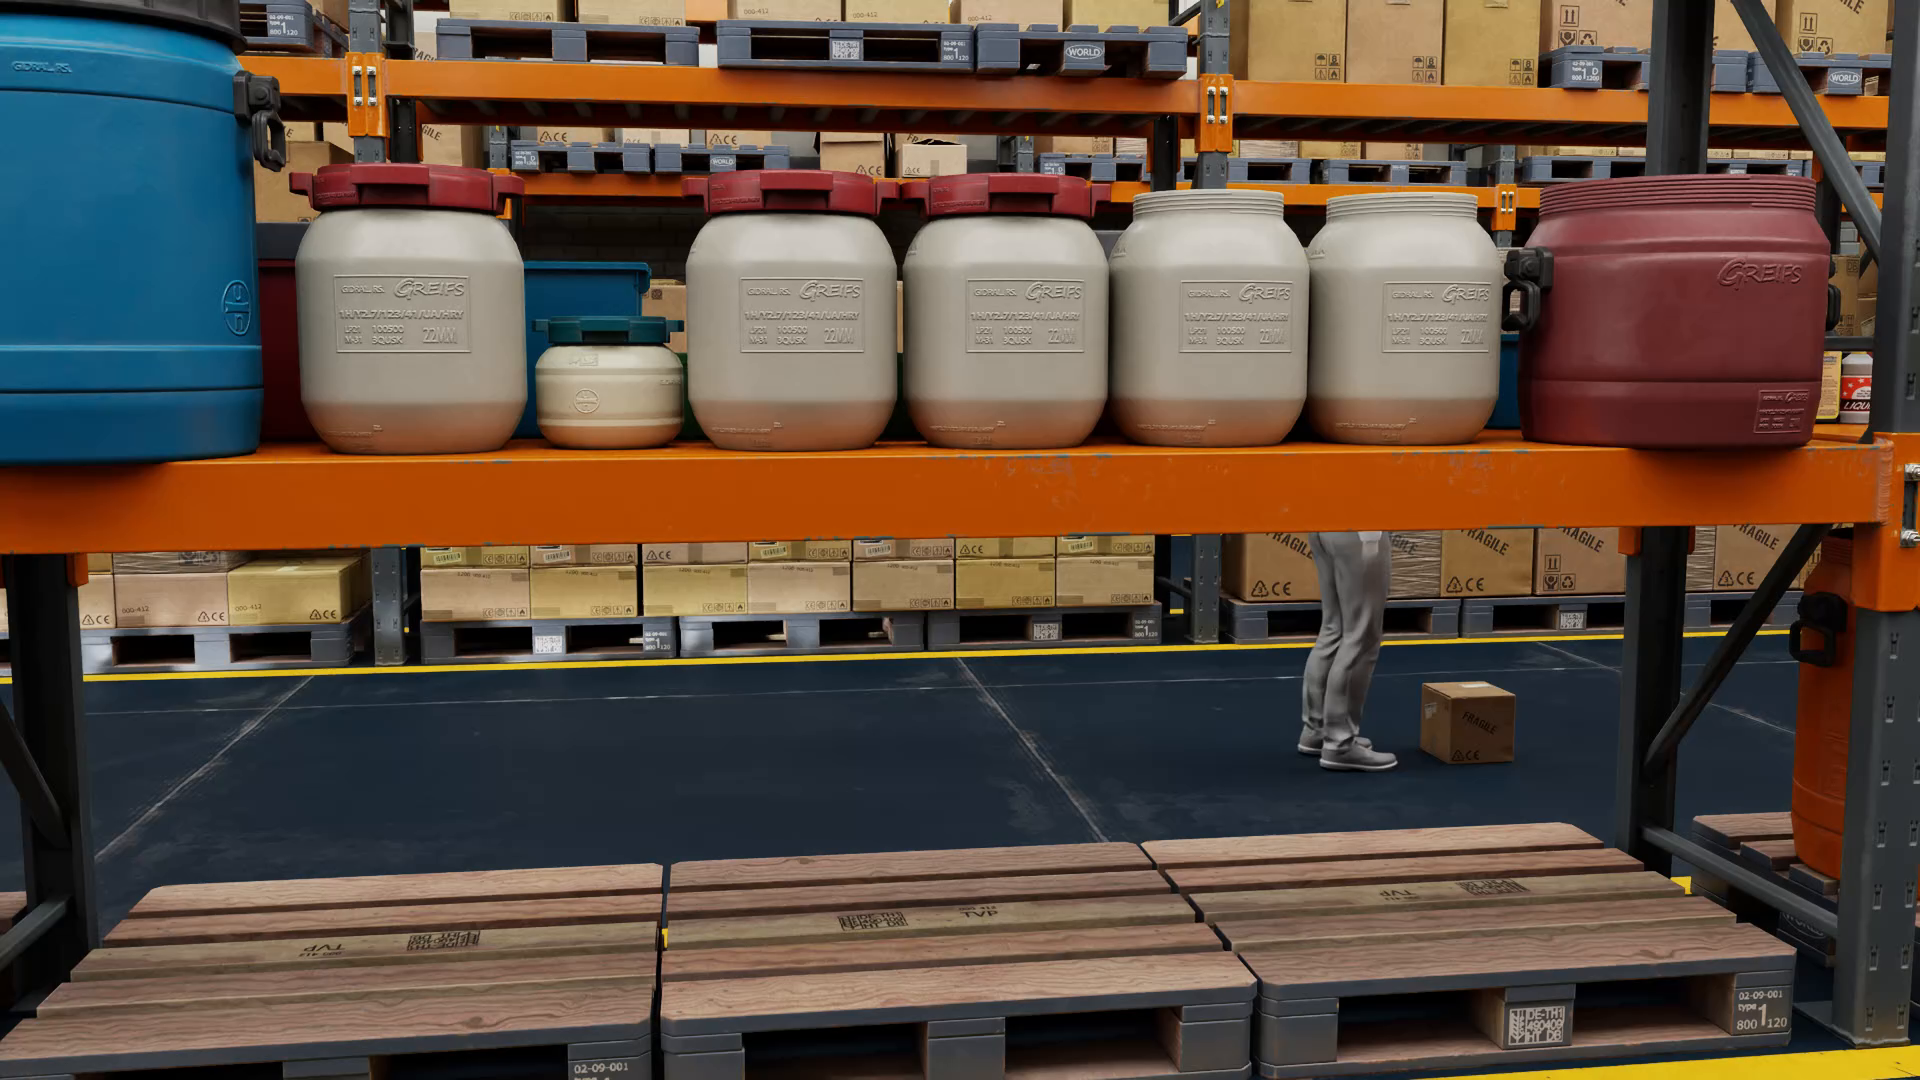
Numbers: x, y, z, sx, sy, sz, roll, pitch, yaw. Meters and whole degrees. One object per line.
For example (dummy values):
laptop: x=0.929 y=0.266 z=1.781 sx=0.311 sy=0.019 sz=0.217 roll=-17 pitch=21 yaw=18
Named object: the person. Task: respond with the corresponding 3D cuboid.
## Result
person: x=1.416 y=-0.023 z=6.013 sx=0.331 sy=1.672 sz=0.467 roll=-1 pitch=7 yaw=-7
